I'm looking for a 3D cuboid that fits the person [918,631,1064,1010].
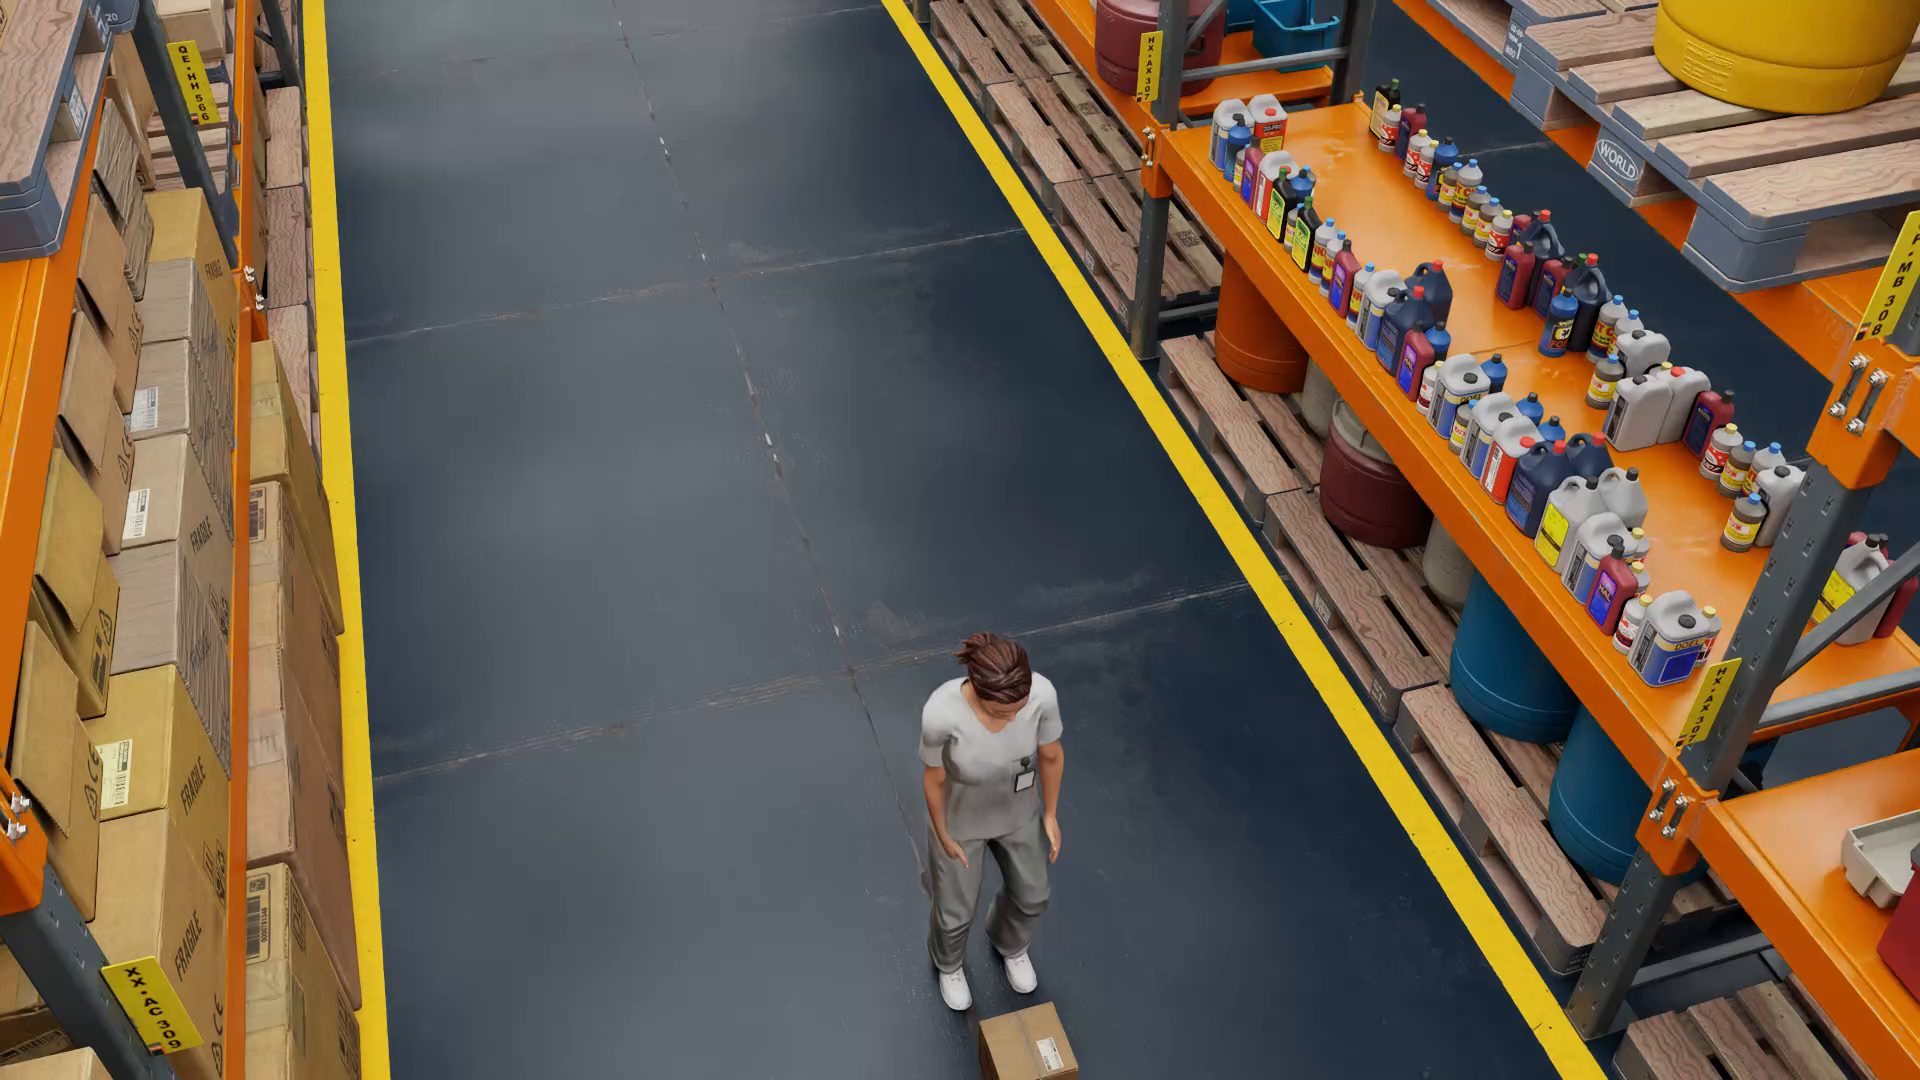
[{"bbox_3d":[0.100,0.872,5.230,0.453,1.652,0.351,-11,44,-12],"label":"person"}]
